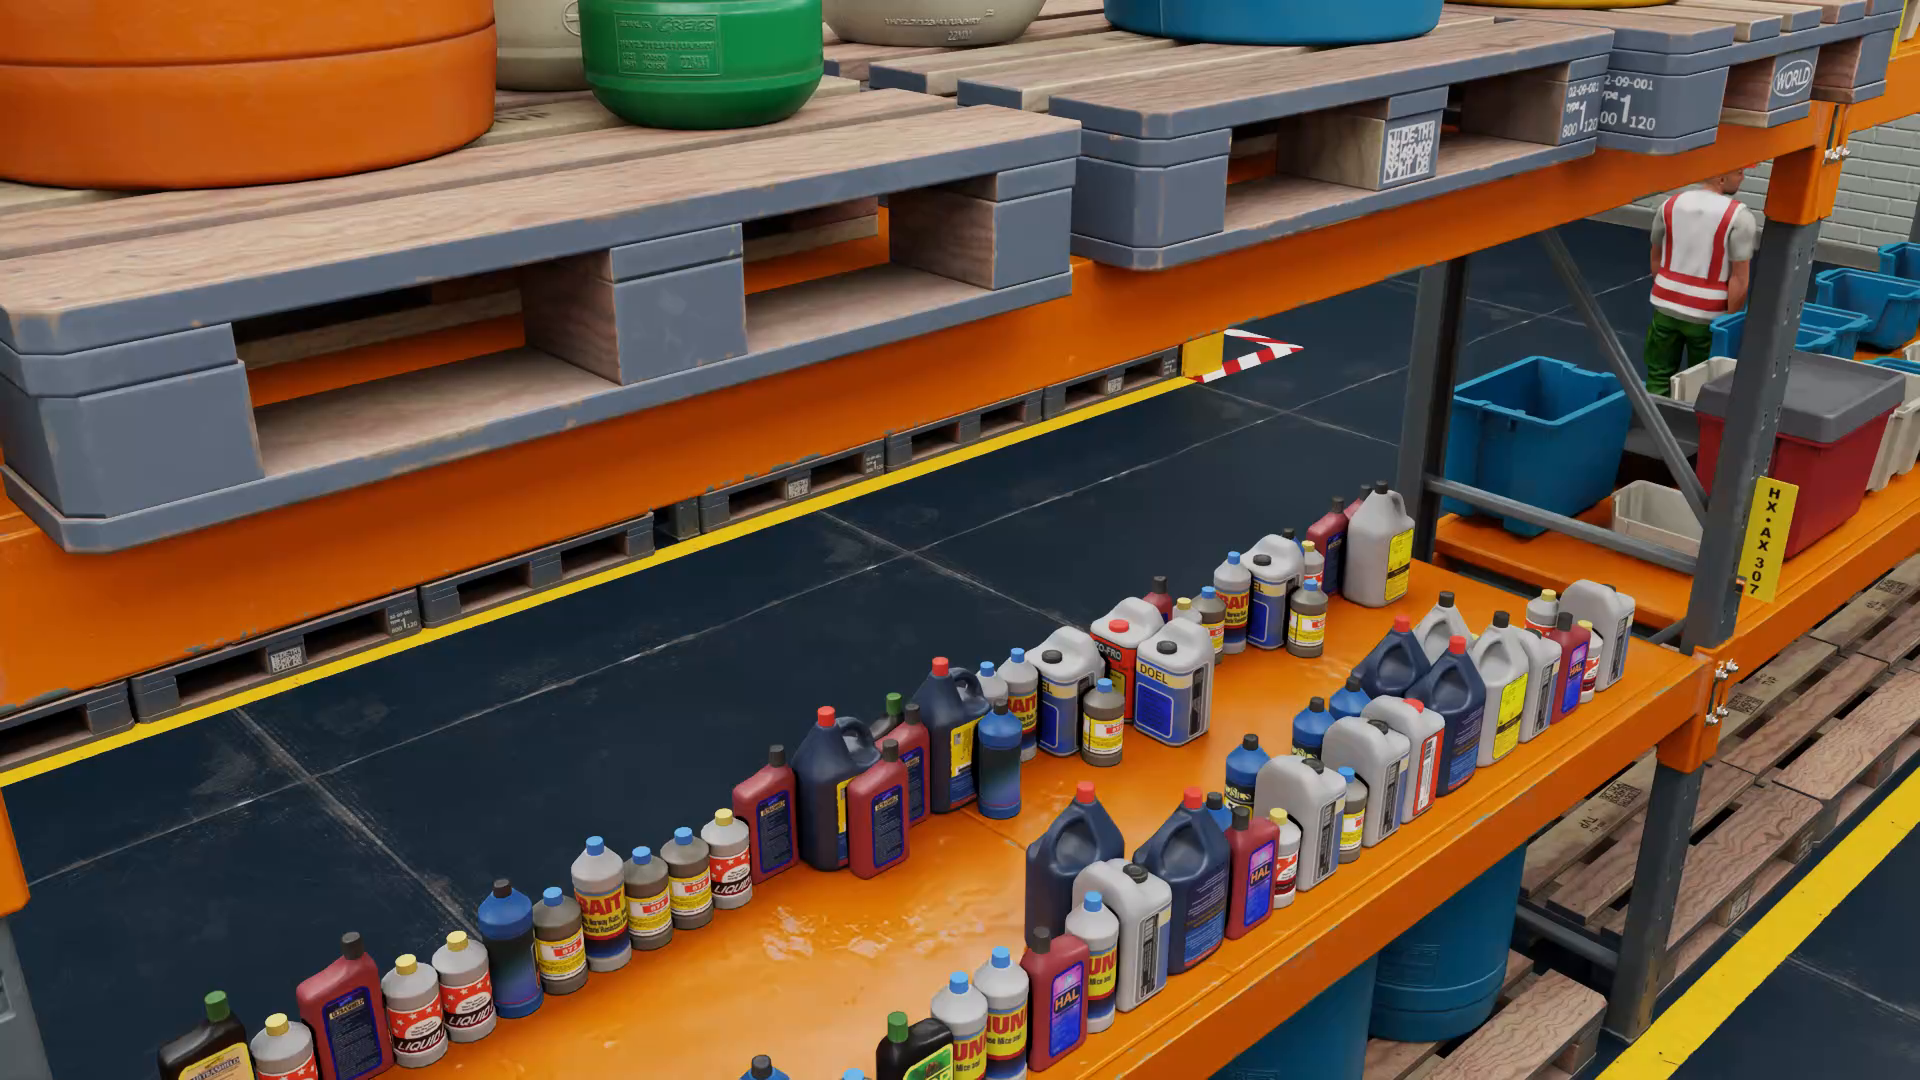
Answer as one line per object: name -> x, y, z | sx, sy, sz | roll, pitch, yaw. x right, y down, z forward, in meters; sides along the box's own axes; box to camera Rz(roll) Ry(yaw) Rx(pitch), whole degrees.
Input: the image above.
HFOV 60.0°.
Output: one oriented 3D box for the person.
person -> 3.862, -1.182, 8.724 | 0.549, 1.850, 0.494 | 20, 31, 37
